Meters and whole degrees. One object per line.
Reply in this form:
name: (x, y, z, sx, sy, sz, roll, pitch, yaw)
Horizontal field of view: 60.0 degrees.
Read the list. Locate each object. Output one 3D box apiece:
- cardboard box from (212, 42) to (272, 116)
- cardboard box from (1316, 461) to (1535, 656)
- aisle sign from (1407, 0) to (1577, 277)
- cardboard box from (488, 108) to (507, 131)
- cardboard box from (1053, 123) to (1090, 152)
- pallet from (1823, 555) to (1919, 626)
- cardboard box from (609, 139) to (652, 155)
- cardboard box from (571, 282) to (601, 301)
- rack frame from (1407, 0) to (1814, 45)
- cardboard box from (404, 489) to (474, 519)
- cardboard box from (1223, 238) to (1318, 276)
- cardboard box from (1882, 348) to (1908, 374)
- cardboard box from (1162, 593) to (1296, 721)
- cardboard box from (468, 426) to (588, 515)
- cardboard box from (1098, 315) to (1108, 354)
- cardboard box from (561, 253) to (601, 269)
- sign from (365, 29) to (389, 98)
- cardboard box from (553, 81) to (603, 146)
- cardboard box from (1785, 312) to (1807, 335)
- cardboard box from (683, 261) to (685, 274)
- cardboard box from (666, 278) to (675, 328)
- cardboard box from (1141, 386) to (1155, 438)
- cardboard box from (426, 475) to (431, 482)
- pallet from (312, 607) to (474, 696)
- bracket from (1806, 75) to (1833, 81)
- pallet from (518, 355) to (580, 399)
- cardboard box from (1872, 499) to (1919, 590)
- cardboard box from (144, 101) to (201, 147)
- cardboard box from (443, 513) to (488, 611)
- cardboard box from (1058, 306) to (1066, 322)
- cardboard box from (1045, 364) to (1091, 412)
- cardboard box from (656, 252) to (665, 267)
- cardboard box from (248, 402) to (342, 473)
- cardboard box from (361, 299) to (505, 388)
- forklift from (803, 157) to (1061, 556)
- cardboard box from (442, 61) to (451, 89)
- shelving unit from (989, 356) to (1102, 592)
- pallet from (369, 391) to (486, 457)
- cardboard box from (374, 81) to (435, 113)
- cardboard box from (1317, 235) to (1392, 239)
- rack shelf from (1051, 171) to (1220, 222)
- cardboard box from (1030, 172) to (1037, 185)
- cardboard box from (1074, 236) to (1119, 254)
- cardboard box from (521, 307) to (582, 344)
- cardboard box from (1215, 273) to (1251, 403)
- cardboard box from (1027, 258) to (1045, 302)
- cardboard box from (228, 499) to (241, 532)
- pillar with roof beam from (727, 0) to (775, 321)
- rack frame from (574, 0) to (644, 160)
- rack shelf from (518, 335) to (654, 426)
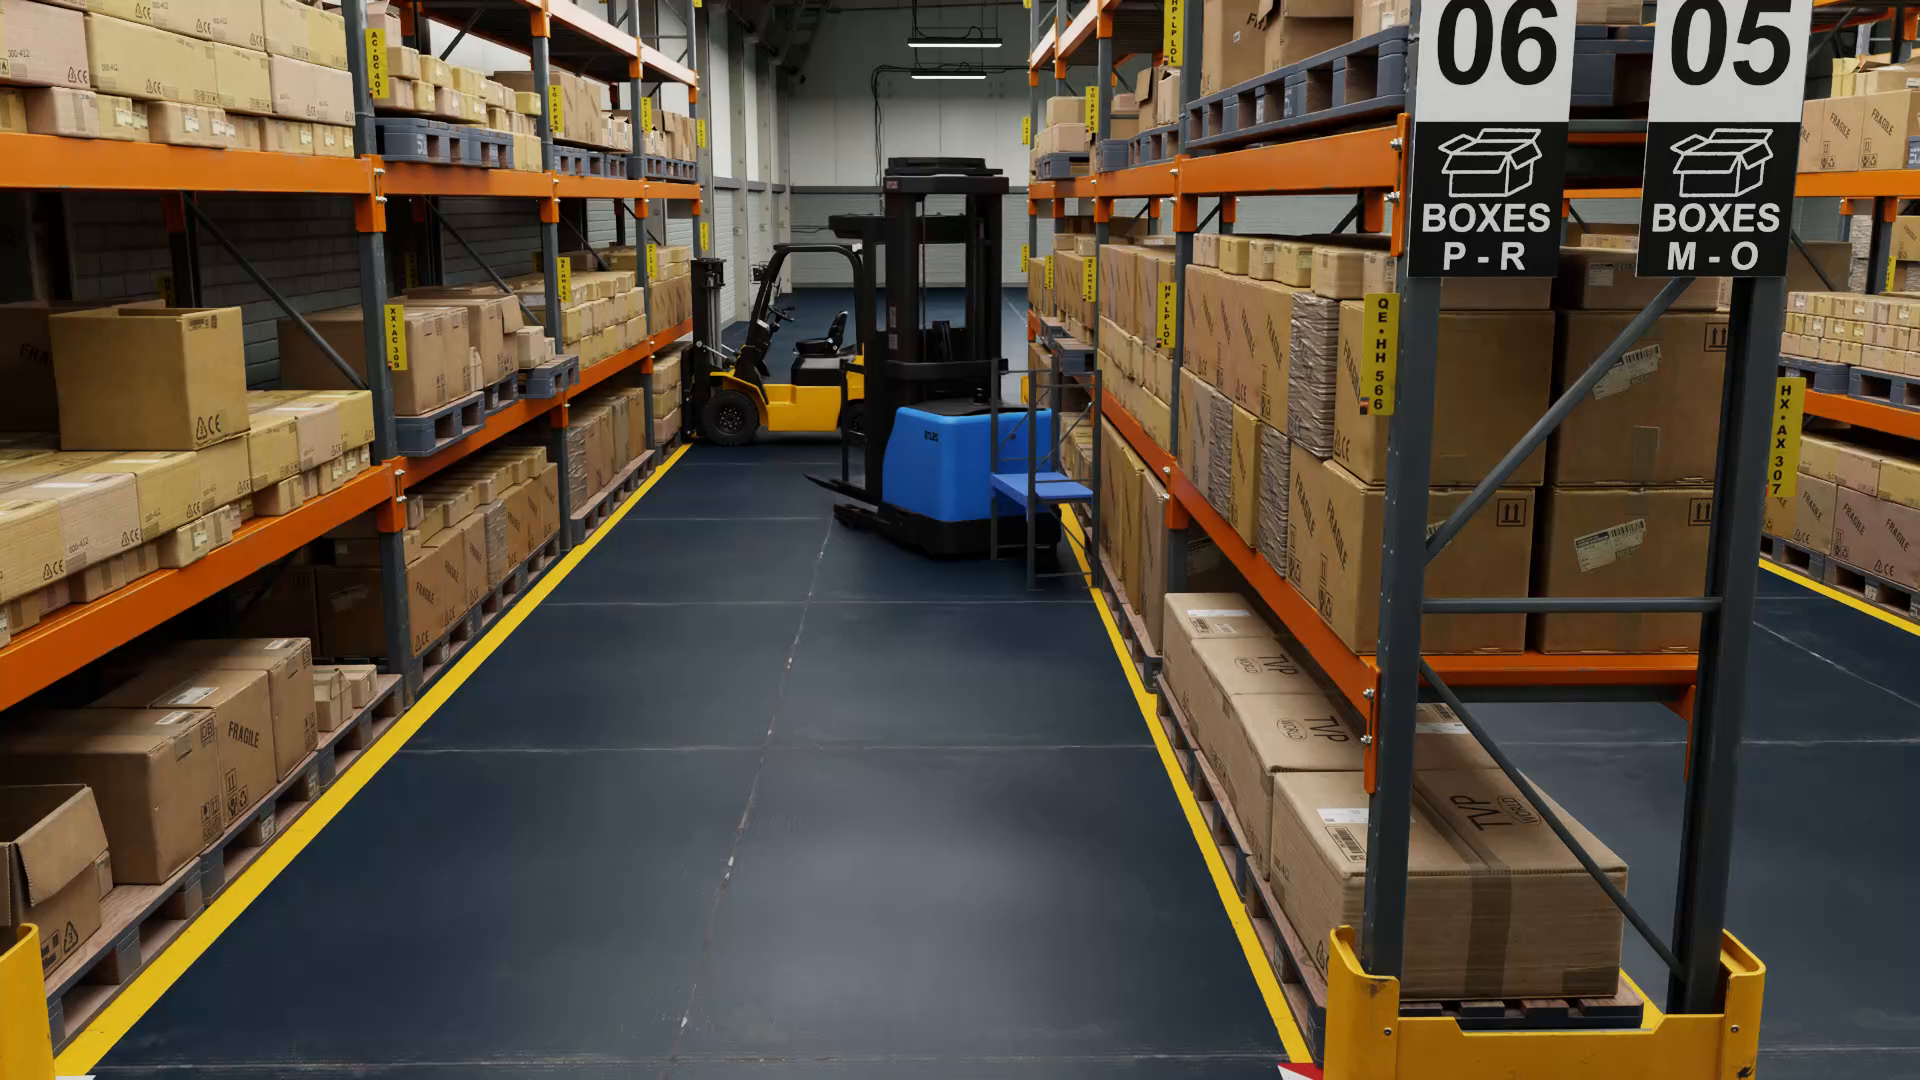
cardboard box: (-3.095, -1.829, 6.614, 0.500, 0.250, 0.500, 0, 11, 0)
cardboard box: (1.395, 0.044, 5.048, 0.500, 0.500, 0.500, 0, 11, -1)
aisle sign: (1.361, -1.071, 4.255, 0.394, 0.787, 0.004, 0, 11, -1)
cardboard box: (-3.196, -2.751, 10.904, 0.380, 0.149, 0.250, 0, 11, -1)
cardboard box: (1.077, -3.482, 14.453, 0.500, 0.250, 0.500, 0, 11, -2)
pallet: (6.488, 0.321, 10.947, 1.003, 0.211, 1.213, 0, 11, -1)
cardboard box: (-3.246, -3.869, 16.365, 0.380, 0.149, 0.250, 0, 11, 0)
cardboard box: (-3.207, -2.070, 13.833, 0.380, 0.149, 0.250, 0, 11, 0)
rack frame: (1.670, -2.753, 3.994, 1.000, 3.000, 0.127, 0, 11, -1)
cardboard box: (-3.207, -0.217, 10.183, 0.380, 0.149, 0.250, 0, 11, 1)
cardboard box: (1.323, -1.197, 7.015, 0.380, 0.149, 0.250, -1, 11, -3)
cardboard box: (6.288, -1.172, 10.870, 0.380, 0.149, 0.250, 0, 11, 0)
cardboard box: (1.493, 0.568, 8.105, 0.875, 0.438, 0.875, 0, 11, -2)
cardboard box: (-3.457, -0.548, 13.130, 0.875, 0.625, 0.625, 0, 11, 1)
cardboard box: (1.268, -1.472, 11.893, 0.500, 0.250, 0.500, 0, 11, -2)
cardboard box: (-3.813, -2.802, 16.693, 0.380, 0.149, 0.250, -1, 11, -3)
sign: (-2.833, -2.314, 8.074, 0.100, 0.325, 0.005, 0, 11, -1)
cardboard box: (-3.251, -3.503, 13.677, 0.500, 0.500, 0.500, 0, 11, 0)
cardboard box: (6.261, -1.575, 12.104, 0.380, 0.149, 0.250, 0, 11, 1)
cardboard box: (-3.311, -3.066, 18.746, 0.380, 0.149, 0.250, -1, 11, -3)
cardboard box: (-3.328, -2.519, 17.680, 0.500, 0.500, 0.500, 0, 11, -2)
cardboard box: (1.316, -0.723, 9.458, 0.500, 0.250, 0.500, 0, 11, -2)
cardboard box: (-3.782, -0.419, 11.179, 0.380, 0.149, 0.250, -1, 11, -4)
pallet: (-3.430, 0.619, 9.479, 1.003, 0.211, 1.213, 0, 11, -1)
bracket: (25.963, -14.062, 50.684, 0.076, 0.066, 3.189, 0, 11, -1)
pallet: (-3.374, -1.153, 11.681, 1.213, 0.211, 1.003, 0, 11, -1)
cardboard box: (6.250, 0.021, 10.641, 0.500, 0.500, 0.500, 0, 11, -2)
cardboard box: (-3.002, -1.508, 6.034, 0.380, 0.149, 0.250, 0, 11, -1)
cardboard box: (-3.187, 0.131, 10.101, 0.500, 0.500, 0.500, -1, 11, -3)
cardboard box: (1.114, -2.120, 15.539, 0.380, 0.149, 0.250, 0, 11, 0)
cardboard box: (1.141, -1.540, 17.080, 0.500, 0.500, 0.500, 0, 11, -2)
cardboard box: (-3.263, -2.908, 17.217, 0.380, 0.149, 0.250, 0, 11, 0)
cardboard box: (-3.096, -0.459, 7.406, 0.500, 0.250, 0.500, 0, 11, -1)
cardboard box: (-3.189, -1.197, 10.109, 0.700, 0.500, 0.500, 0, 11, -1)
forklift: (-0.377, -1.569, 13.422, 1.130, 2.935, 3.031, -6, 13, -28)
cardboard box: (-3.014, -2.550, 9.113, 0.380, 0.149, 0.250, 0, 11, -2)
shelving unit: (0.588, -0.494, 11.720, 0.538, 1.500, 1.048, -3, 12, -13)
pallet: (-3.283, -0.652, 9.210, 1.003, 0.211, 1.213, 0, 11, -1)
cardboard box: (-2.955, -2.301, 8.635, 0.380, 0.149, 0.250, 0, 11, -1)
cardboard box: (1.804, -1.302, 7.535, 0.380, 0.149, 0.250, 0, 11, -1)
rack shelf: (1.463, -2.918, 14.162, 1.077, 0.370, 4.000, 0, 11, -1)
cardboard box: (1.021, -4.273, 19.663, 0.380, 0.149, 0.250, 0, 11, -1)
cardboard box: (1.203, -2.606, 14.672, 0.380, 0.149, 0.250, 0, 11, 2)
cardboard box: (-3.198, -1.642, 12.730, 0.500, 0.250, 0.500, 0, 11, -1)
cardboard box: (1.358, -0.849, 6.931, 0.500, 0.500, 0.500, 0, 11, 0)
cardboard box: (1.072, -3.092, 19.758, 0.500, 0.500, 0.500, 0, 11, -2)
cardboard box: (-3.102, -0.094, 6.611, 0.380, 0.149, 0.250, 0, 11, -1)
pillar with roof beam: (-0.578, -9.366, 36.590, 9.100, 9.000, 0.548, 0, 11, -1)
rack frame: (-3.541, -5.117, 15.648, 1.000, 3.000, 0.127, 0, 11, -1)
rack shelf: (-3.499, -1.427, 14.356, 1.077, 0.370, 4.000, 0, 11, -1)
